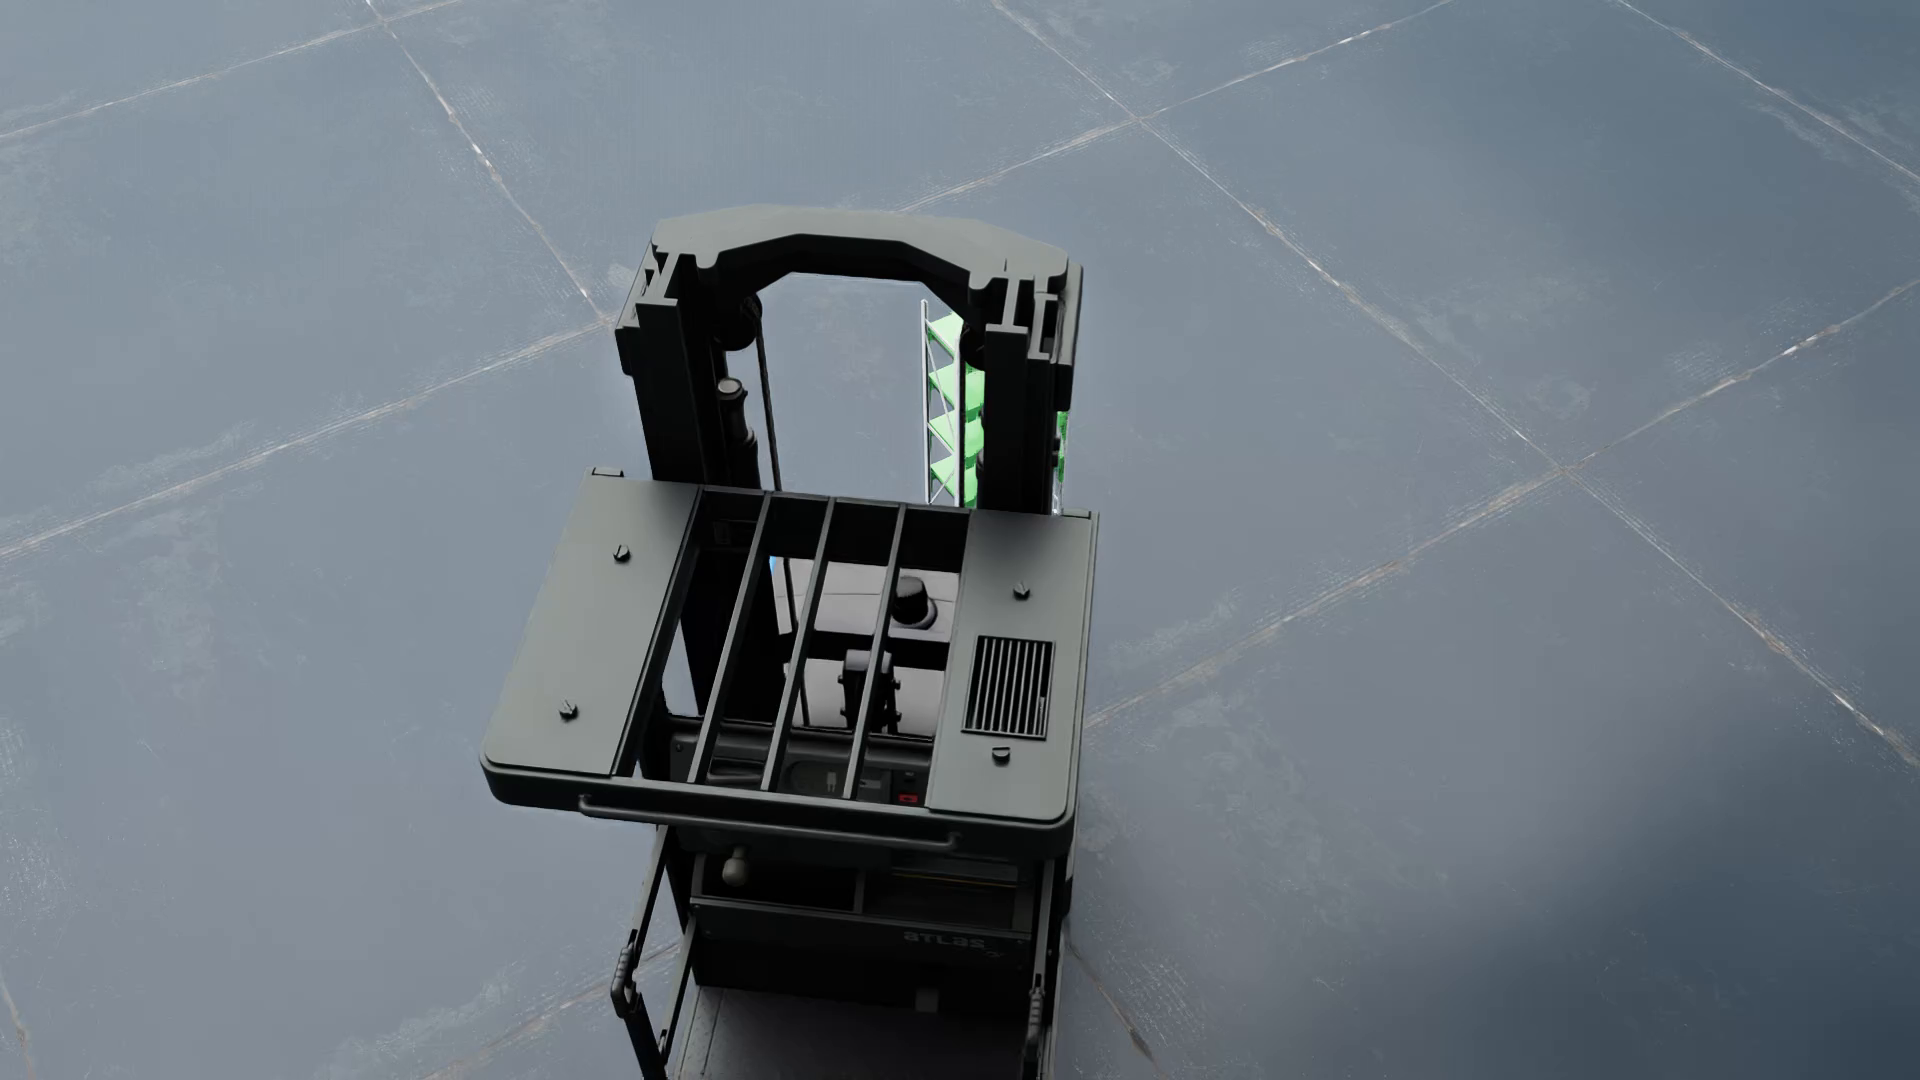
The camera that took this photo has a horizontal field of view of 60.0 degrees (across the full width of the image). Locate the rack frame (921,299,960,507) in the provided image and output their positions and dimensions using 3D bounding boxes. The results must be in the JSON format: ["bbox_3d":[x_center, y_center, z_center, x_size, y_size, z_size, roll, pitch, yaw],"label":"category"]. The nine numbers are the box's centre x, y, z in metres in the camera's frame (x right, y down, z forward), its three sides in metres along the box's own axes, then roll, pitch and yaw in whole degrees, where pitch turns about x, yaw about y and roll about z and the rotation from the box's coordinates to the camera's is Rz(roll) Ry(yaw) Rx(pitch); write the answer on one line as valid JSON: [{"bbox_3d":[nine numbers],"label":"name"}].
[{"bbox_3d":[-0.066,-0.368,6.219,0.015,1.200,0.240,-25,53,-21],"label":"rack frame"}]

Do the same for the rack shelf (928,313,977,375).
[{"bbox_3d":[0.140,-0.742,5.995,0.480,0.148,0.258,-25,53,-21],"label":"rack shelf"}]

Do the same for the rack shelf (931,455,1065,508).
[{"bbox_3d":[0.140,-0.263,6.533,0.480,0.148,0.258,-25,53,-21],"label":"rack shelf"}]

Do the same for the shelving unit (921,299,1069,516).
[{"bbox_3d":[0.140,-0.465,6.306,0.503,1.200,0.258,-25,53,-21],"label":"shelving unit"}]

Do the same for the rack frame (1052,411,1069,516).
[{"bbox_3d":[0.346,-0.562,6.393,0.015,1.200,0.240,-25,53,-21],"label":"rack frame"}]

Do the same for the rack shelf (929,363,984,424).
[{"bbox_3d":[0.140,-0.582,6.174,0.480,0.148,0.258,-25,53,-21],"label":"rack shelf"}]

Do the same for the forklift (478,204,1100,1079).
[{"bbox_3d":[-0.286,0.803,4.018,1.130,2.935,3.031,5,49,5],"label":"forklift"}]

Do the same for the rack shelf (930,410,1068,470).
[{"bbox_3d":[0.140,-0.423,6.354,0.480,0.148,0.258,-25,53,-21],"label":"rack shelf"}]
